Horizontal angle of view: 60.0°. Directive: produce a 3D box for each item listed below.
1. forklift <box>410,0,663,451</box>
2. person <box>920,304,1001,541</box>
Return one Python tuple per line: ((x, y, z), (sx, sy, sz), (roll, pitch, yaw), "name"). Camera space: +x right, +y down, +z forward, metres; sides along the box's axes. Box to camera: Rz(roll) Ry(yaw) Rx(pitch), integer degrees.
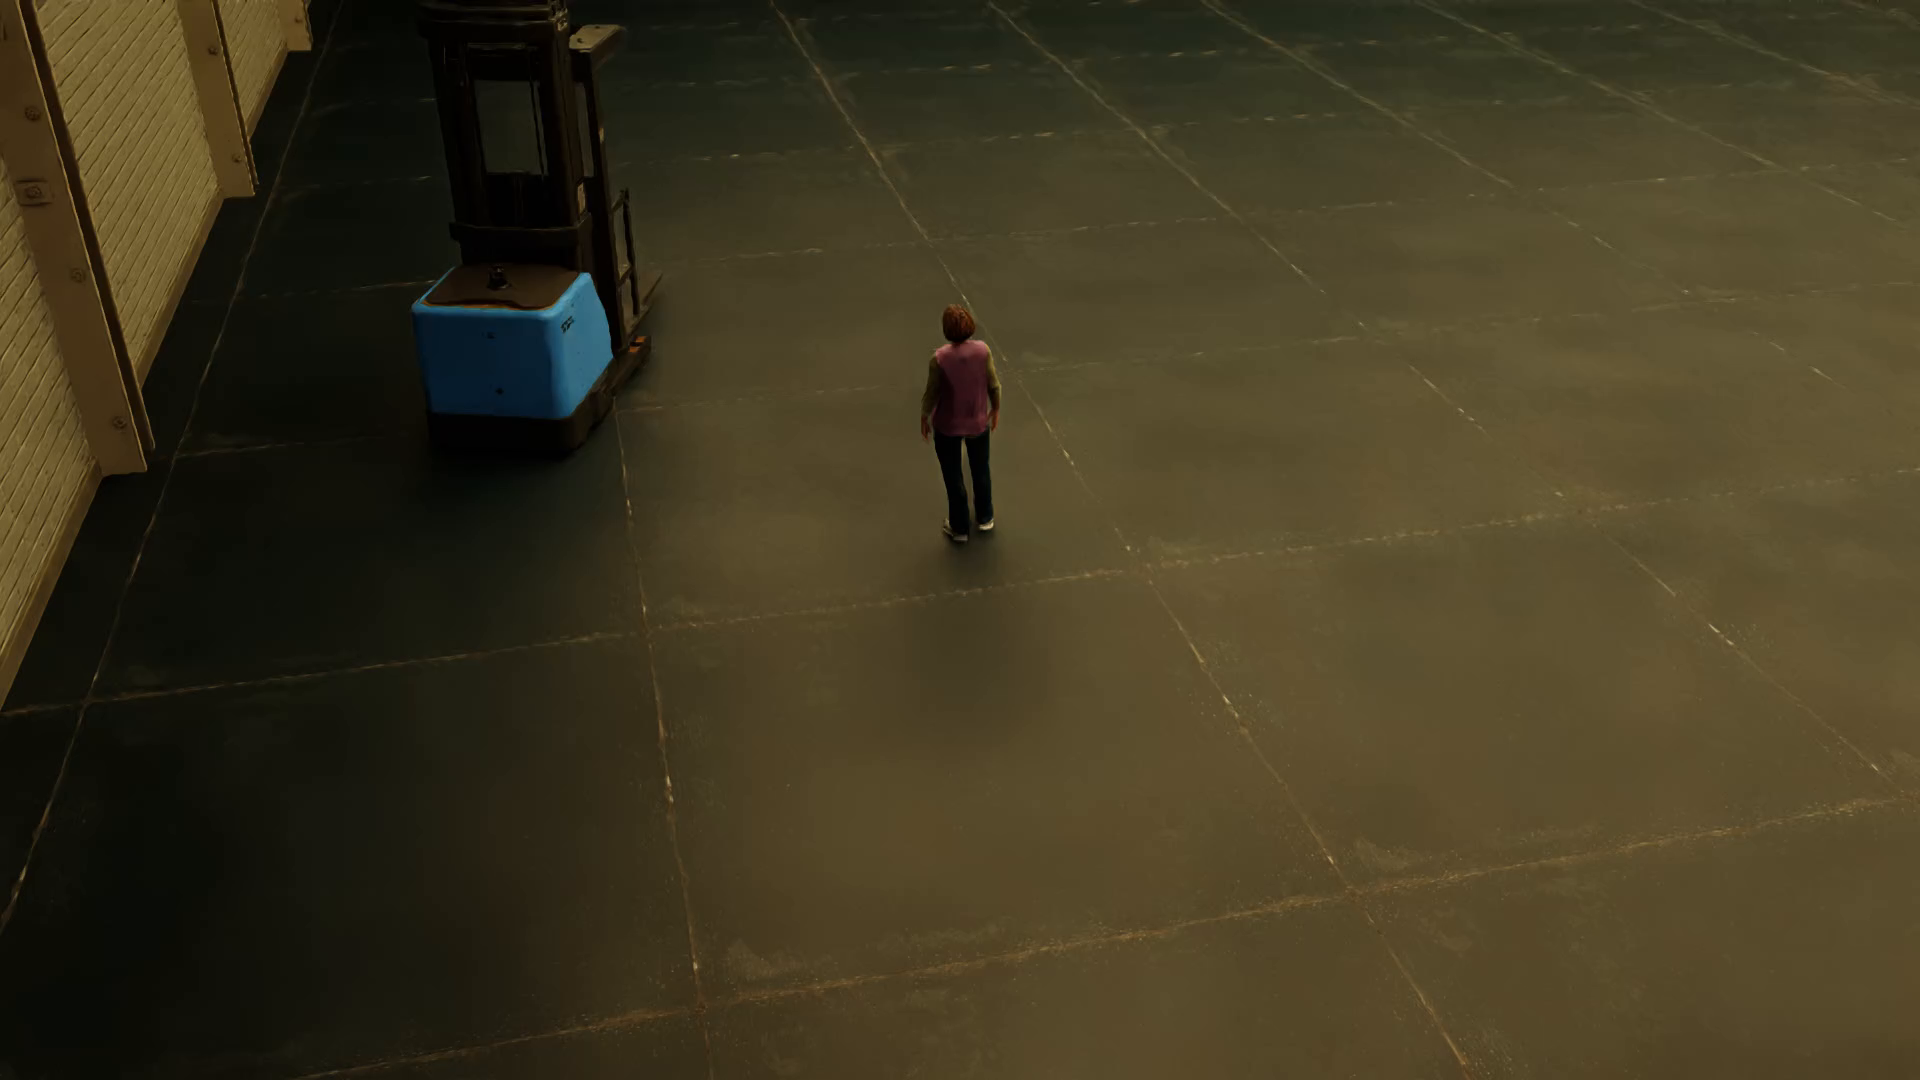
((-3.003, -2.594, 12.056), (1.130, 2.935, 3.031), (3, 30, 6), "forklift")
((-0.004, -0.735, 10.161), (0.520, 1.597, 0.474), (-7, 31, -12), "person")
